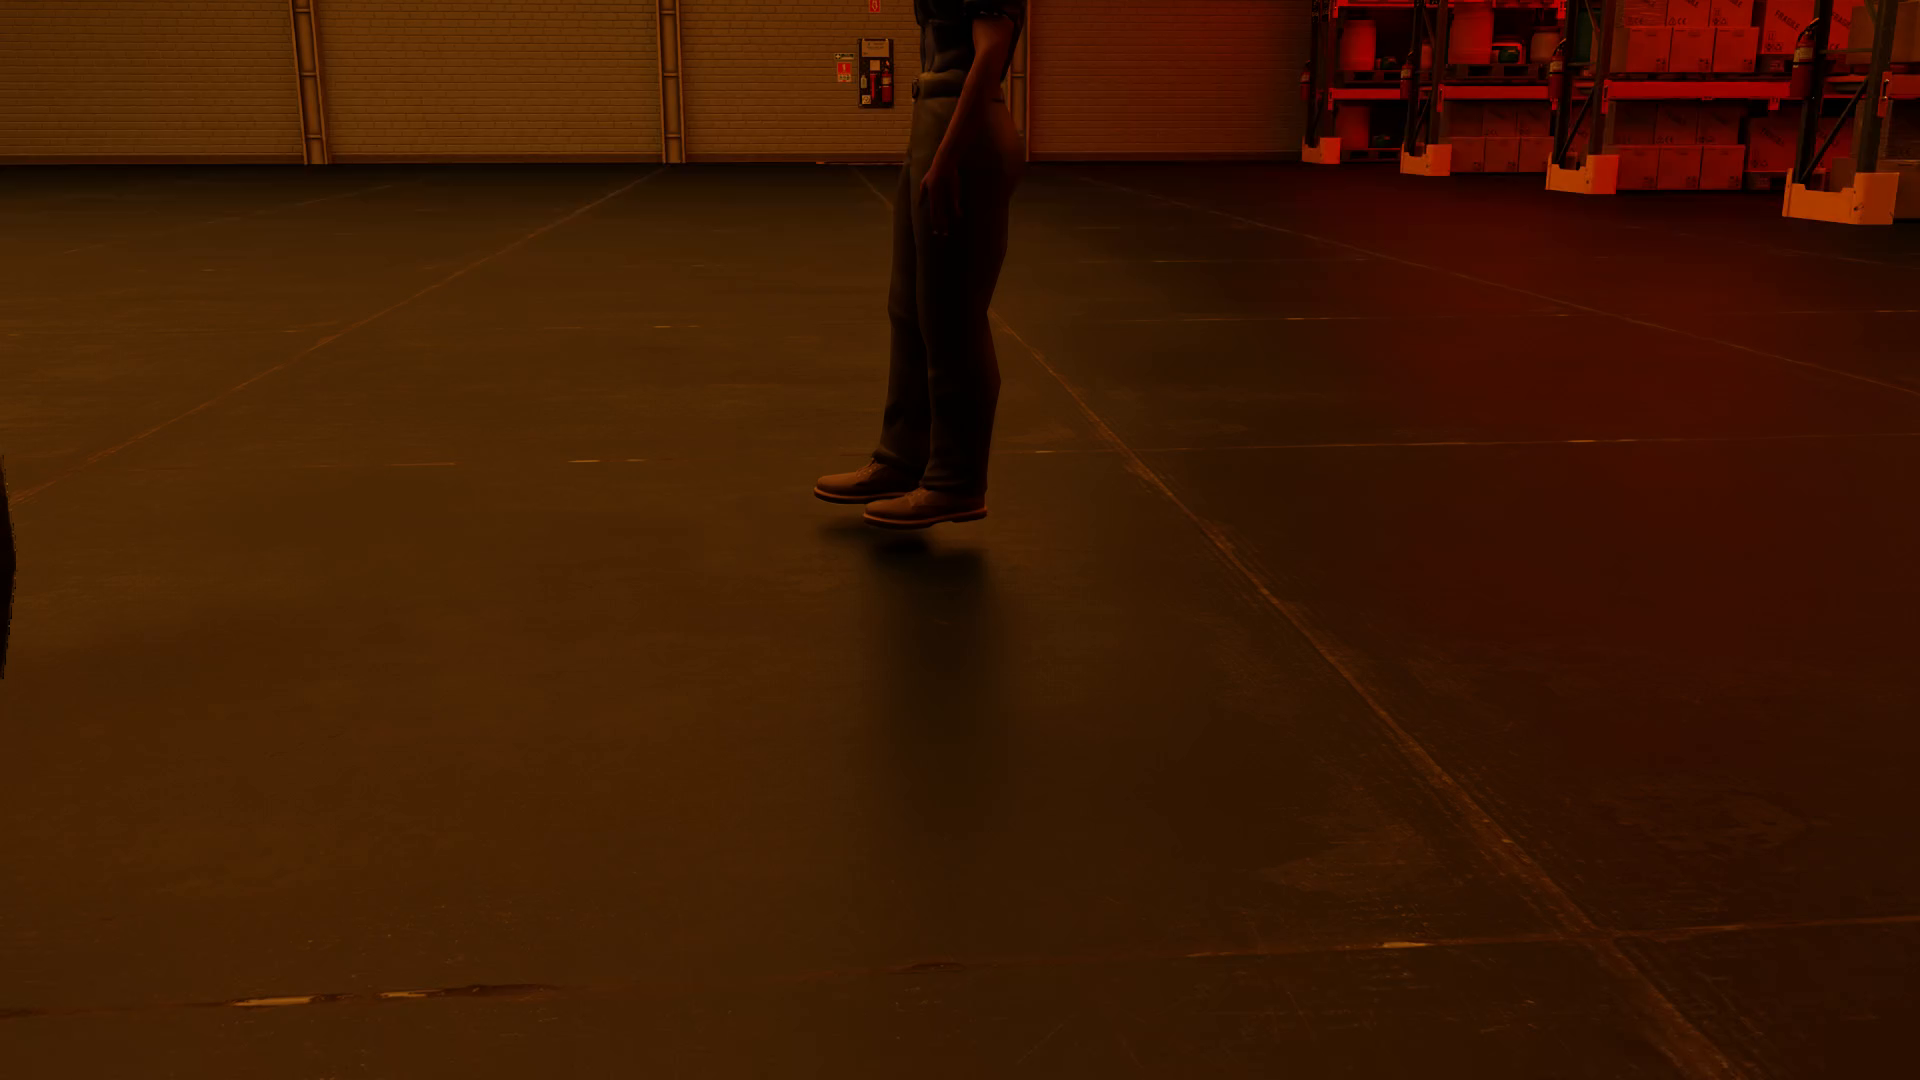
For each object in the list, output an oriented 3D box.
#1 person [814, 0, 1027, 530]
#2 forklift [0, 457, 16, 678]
[{"bbox_3d":[-0.089,-0.849,3.724,0.503,1.656,0.569,-1,15,-5],"label":"person"},{"bbox_3d":[-3.131,-1.031,2.093,3.031,2.935,1.130,-7,16,-26],"label":"forklift"}]
